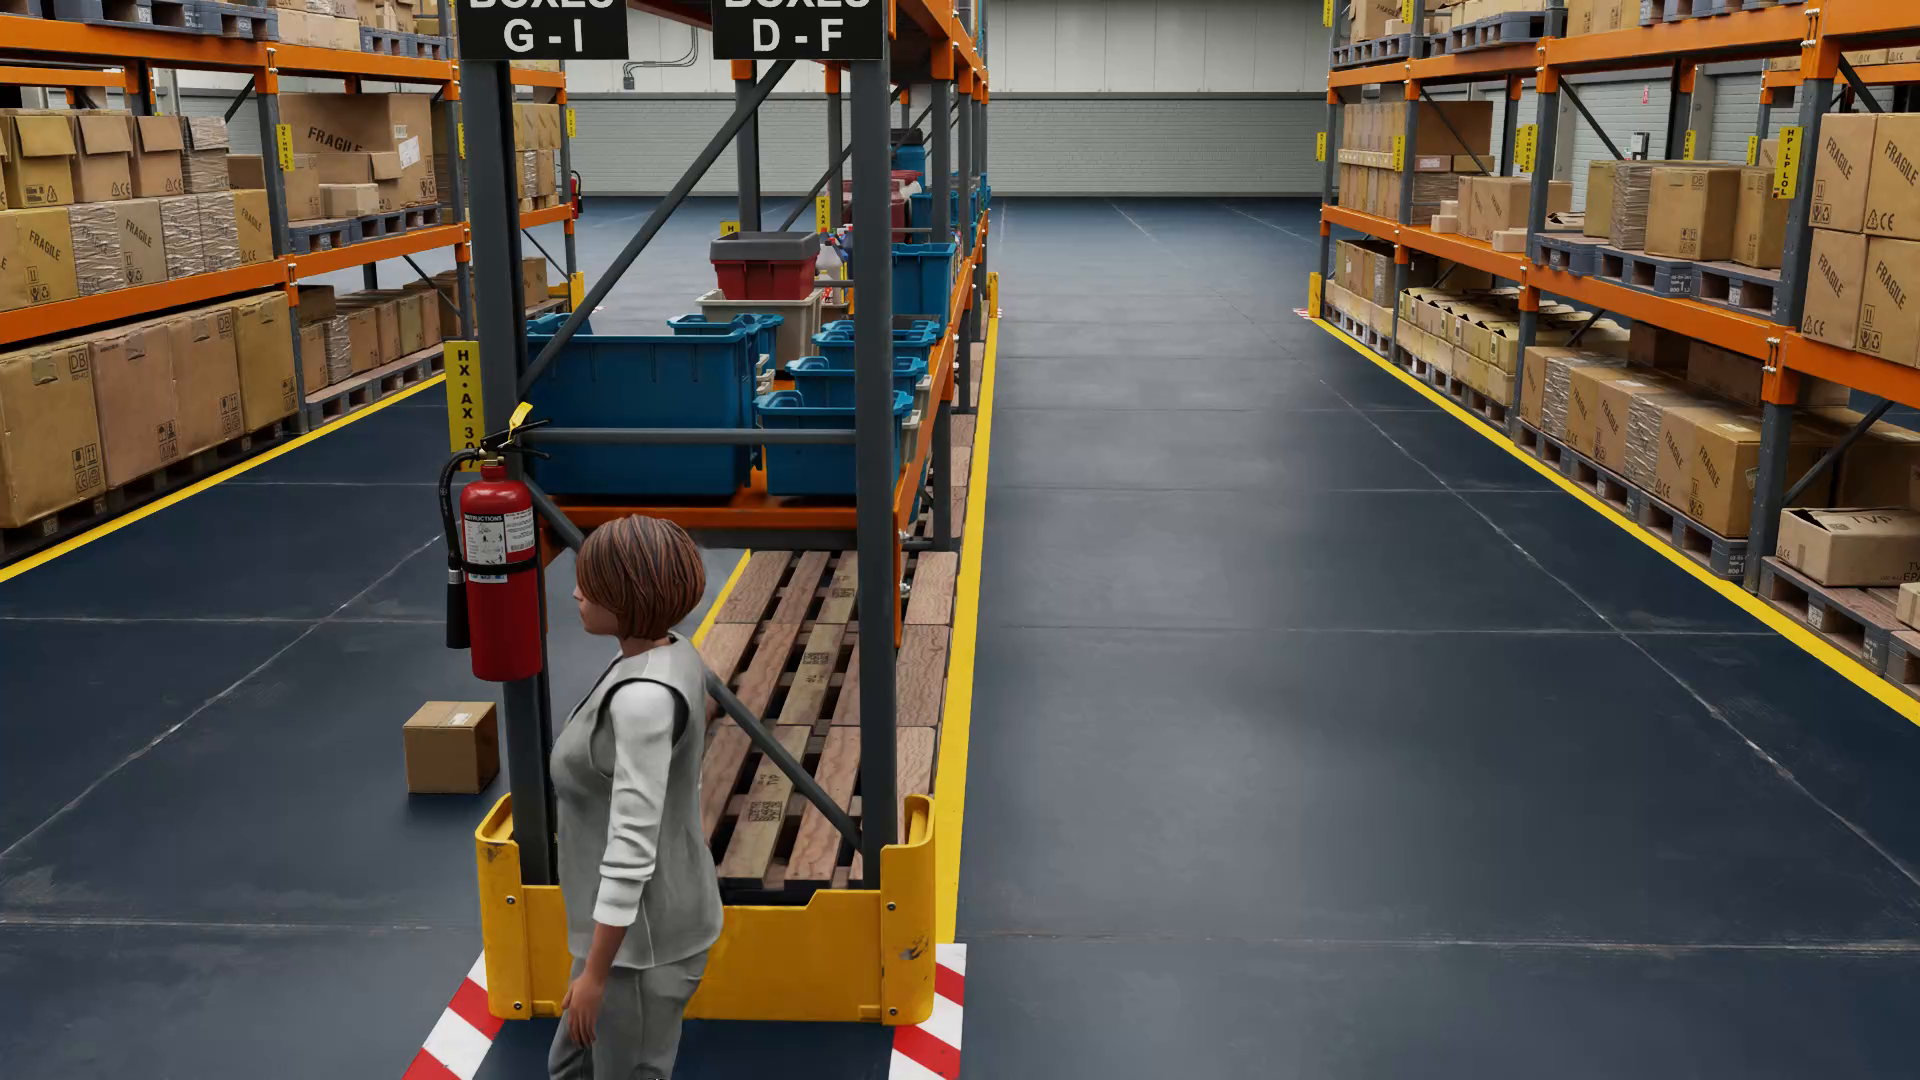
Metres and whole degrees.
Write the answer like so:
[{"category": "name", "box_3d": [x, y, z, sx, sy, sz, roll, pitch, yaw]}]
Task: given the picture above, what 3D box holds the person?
[{"category": "person", "box_3d": [-0.540, 0.738, 3.102, 0.747, 1.538, 0.447, -2, 14, -7]}]
